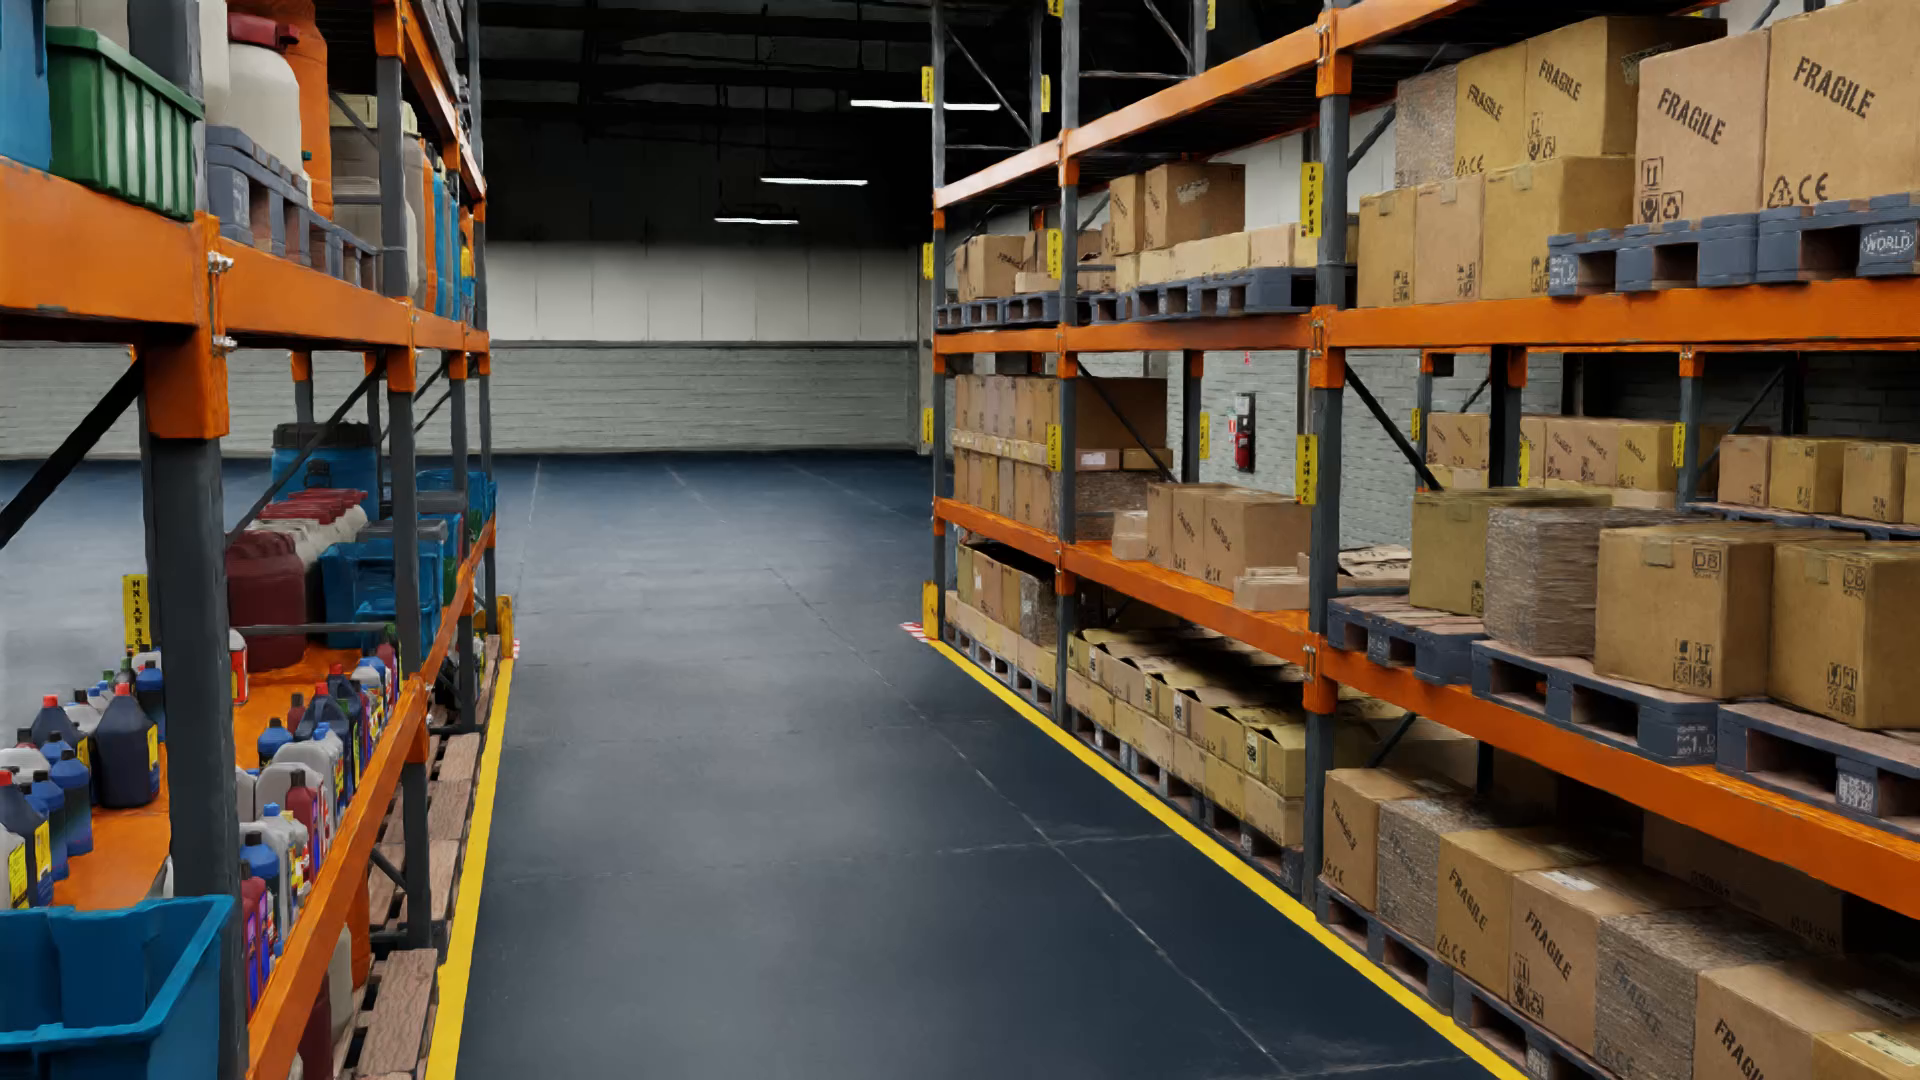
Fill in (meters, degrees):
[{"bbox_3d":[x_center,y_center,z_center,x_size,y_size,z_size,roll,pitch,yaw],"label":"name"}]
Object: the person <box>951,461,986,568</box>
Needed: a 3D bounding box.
[{"bbox_3d":[0.112,-0.083,16.800,0.392,1.662,0.578,1,6,6],"label":"person"}]
